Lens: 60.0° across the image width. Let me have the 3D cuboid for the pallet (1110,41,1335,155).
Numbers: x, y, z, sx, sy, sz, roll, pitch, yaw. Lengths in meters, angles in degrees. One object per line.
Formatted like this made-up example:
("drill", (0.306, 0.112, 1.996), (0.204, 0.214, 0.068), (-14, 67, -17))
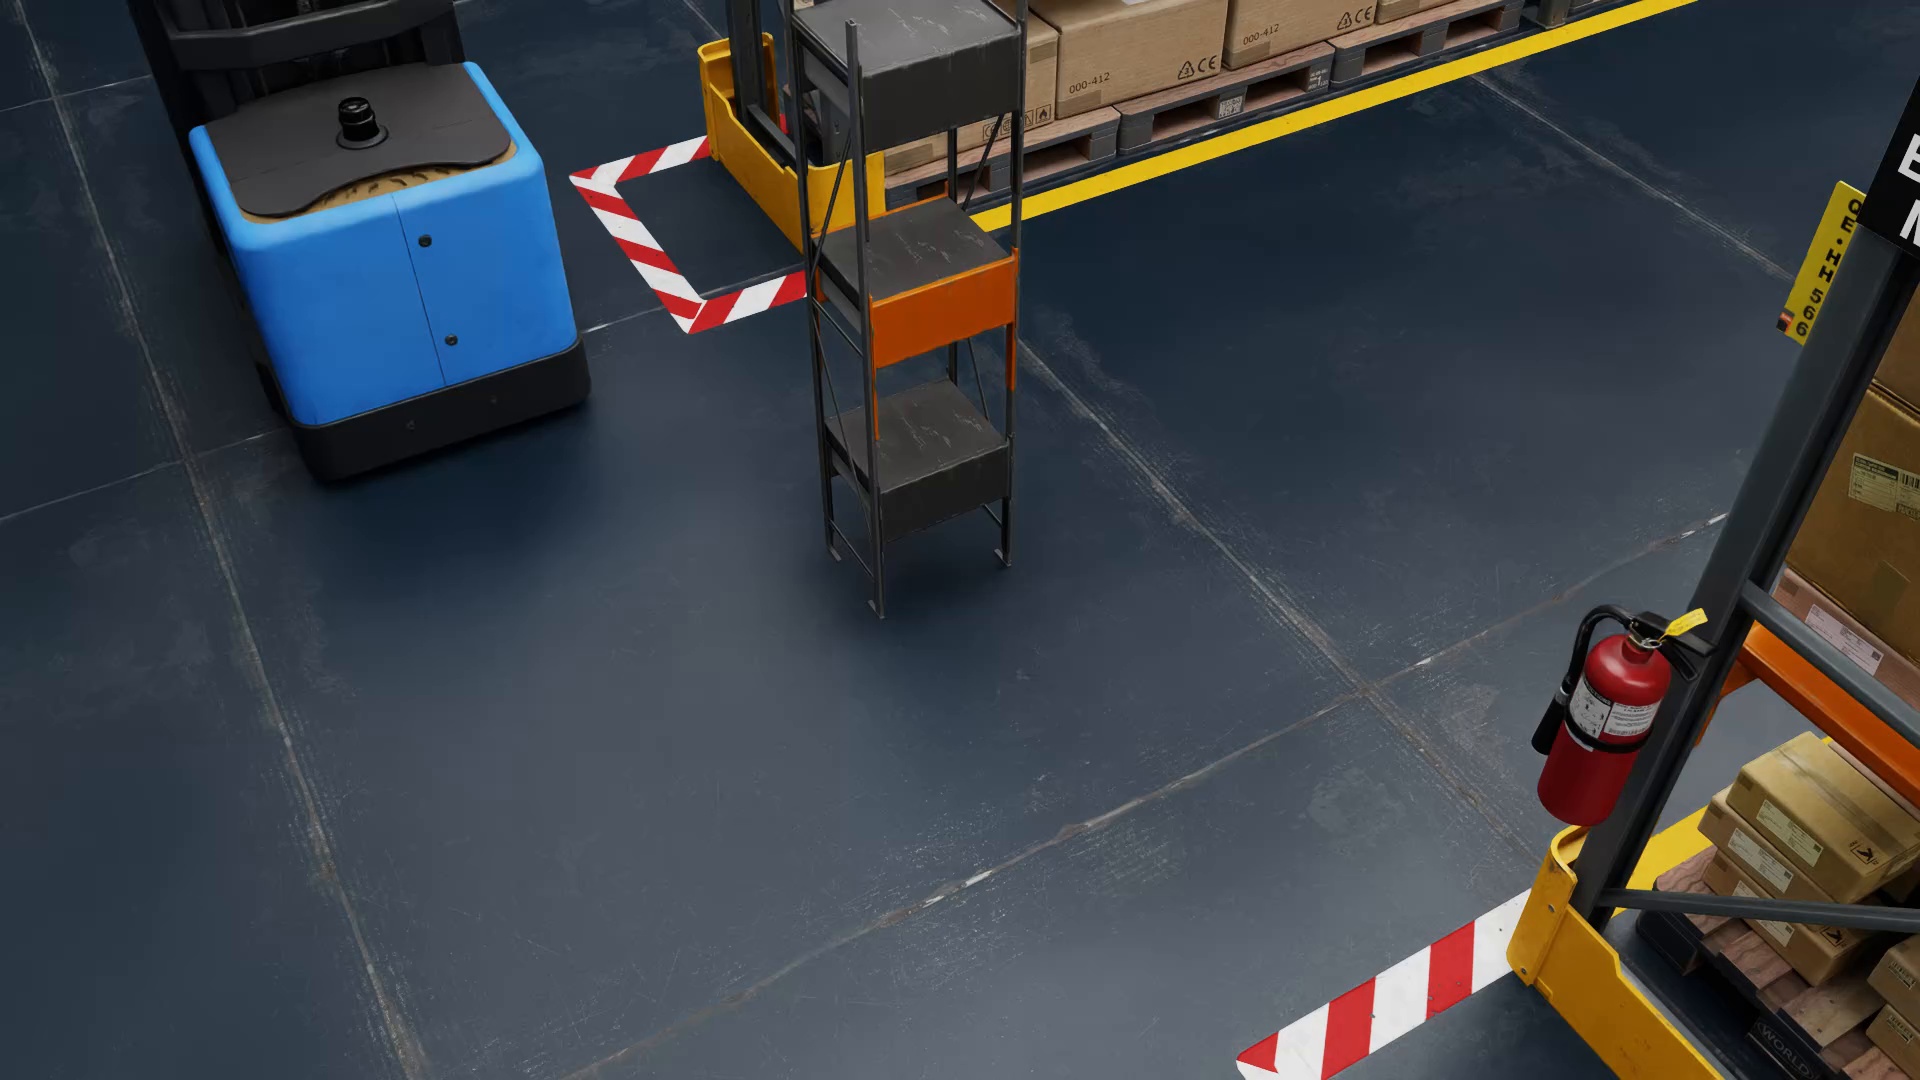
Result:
("pallet", (1.008, -2.322, 7.991), (1.213, 0.211, 1.003), (-22, 48, -21))

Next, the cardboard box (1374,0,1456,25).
("cardboard box", (2.168, -3.043, 8.270), (0.875, 0.438, 0.875), (-22, 48, -21))

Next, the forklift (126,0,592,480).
("forklift", (-2.527, -2.286, 6.001), (1.130, 2.935, 3.031), (-21, 48, -20))

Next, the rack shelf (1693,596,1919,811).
("rack shelf", (3.585, -0.059, 4.174), (4.000, 0.370, 1.077), (-22, 48, -21))

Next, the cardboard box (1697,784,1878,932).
("cardboard box", (2.167, 0.787, 4.317), (0.250, 0.149, 0.380), (-23, 49, -22))

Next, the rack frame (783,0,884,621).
("rack frame", (-0.355, -0.611, 4.872), (0.015, 2.100, 0.400), (-22, 48, -21))

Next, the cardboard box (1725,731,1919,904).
("cardboard box", (2.184, 0.699, 4.194), (0.250, 0.149, 0.380), (-21, 48, -20))

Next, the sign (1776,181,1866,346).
("sign", (1.592, -0.494, 3.047), (0.005, 0.325, 0.100), (-22, 48, -21))

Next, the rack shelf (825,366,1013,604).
("rack shelf", (-0.144, -0.184, 5.457), (0.480, 0.518, 0.431), (-22, 48, -21))

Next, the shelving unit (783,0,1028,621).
("shelving unit", (-0.144, -0.696, 4.960), (0.503, 2.100, 0.431), (-22, 48, -21))

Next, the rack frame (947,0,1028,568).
("rack frame", (0.068, -0.781, 5.047), (0.015, 2.100, 0.400), (-22, 48, -21))

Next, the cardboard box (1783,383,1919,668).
("cardboard box", (2.113, -0.077, 3.390), (0.500, 0.500, 0.500), (-21, 48, -20))

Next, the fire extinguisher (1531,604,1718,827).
("fire extinguisher", (1.403, 0.347, 3.562), (0.183, 0.674, 0.296), (-22, 48, -21))

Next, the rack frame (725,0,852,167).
("rack frame", (-0.703, -2.577, 6.252), (0.127, 3.000, 1.000), (-22, 48, -21))

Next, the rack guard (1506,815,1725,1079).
("rack guard", (1.917, 1.247, 4.106), (0.348, 0.500, 1.175), (-22, 48, -21))

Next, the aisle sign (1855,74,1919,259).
("aisle sign", (1.638, -0.712, 2.463), (0.004, 0.787, 0.394), (-22, 48, -21))

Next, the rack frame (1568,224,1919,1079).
("rack frame", (1.851, 0.377, 3.208), (0.127, 3.000, 1.000), (-22, 48, -21))

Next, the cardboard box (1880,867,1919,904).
("cardboard box", (2.420, 0.729, 4.377), (0.250, 0.149, 0.380), (-23, 49, -22))

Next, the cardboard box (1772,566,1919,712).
("cardboard box", (1.993, 0.183, 3.588), (0.250, 0.149, 0.380), (-22, 48, -21))

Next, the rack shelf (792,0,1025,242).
("rack shelf", (-0.144, -1.189, 4.482), (0.480, 0.518, 0.431), (-22, 48, -21))

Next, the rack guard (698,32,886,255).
("rack guard", (-0.723, -1.672, 7.114), (0.348, 0.500, 1.175), (-22, 48, -21))

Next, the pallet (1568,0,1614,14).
("pallet", (3.397, -3.278, 8.976), (1.213, 0.211, 1.003), (-22, 48, -21))

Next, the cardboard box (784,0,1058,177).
("cardboard box", (-0.180, -2.098, 7.296), (0.875, 0.438, 0.875), (-23, 49, -22))

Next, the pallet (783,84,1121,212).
("pallet", (-0.048, -1.901, 7.558), (1.213, 0.211, 1.003), (-22, 48, -21))

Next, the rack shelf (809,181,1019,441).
("rack shelf", (-0.144, -0.686, 4.969), (0.480, 0.518, 0.431), (-22, 48, -21))

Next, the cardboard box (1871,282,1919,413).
("cardboard box", (2.124, -0.434, 3.040), (0.500, 0.500, 0.500), (-23, 49, -22))

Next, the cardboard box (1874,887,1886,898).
("cardboard box", (2.376, 0.790, 4.528), (0.250, 0.149, 0.380), (-20, 48, -20))

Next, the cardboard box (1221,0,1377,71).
("cardboard box", (1.392, -2.732, 7.950), (0.875, 0.438, 0.875), (-23, 49, -22))

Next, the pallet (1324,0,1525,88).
("pallet", (2.067, -2.748, 8.430), (1.213, 0.211, 1.003), (-22, 48, -21))

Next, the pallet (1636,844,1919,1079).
("pallet", (2.639, 1.090, 4.475), (1.213, 0.211, 1.003), (-22, 48, -21))

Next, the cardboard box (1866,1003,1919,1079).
("cardboard box", (2.465, 1.261, 4.043), (0.250, 0.149, 0.380), (-21, 48, -20))

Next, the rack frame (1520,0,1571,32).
("rack frame", (2.766, -3.965, 7.682), (0.127, 3.000, 1.000), (-22, 48, -21))

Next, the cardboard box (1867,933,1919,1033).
("cardboard box", (2.433, 1.116, 3.979), (0.250, 0.149, 0.380), (-20, 48, -19))

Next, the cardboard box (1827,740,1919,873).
("cardboard box", (2.430, 0.646, 4.249), (0.250, 0.149, 0.380), (-21, 48, -20))

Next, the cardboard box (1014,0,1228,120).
("cardboard box", (0.609, -2.421, 7.629), (0.875, 0.438, 0.875), (-21, 48, -20))

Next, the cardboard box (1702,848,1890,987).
("cardboard box", (2.204, 0.940, 4.373), (0.250, 0.149, 0.380), (-21, 48, -20))
